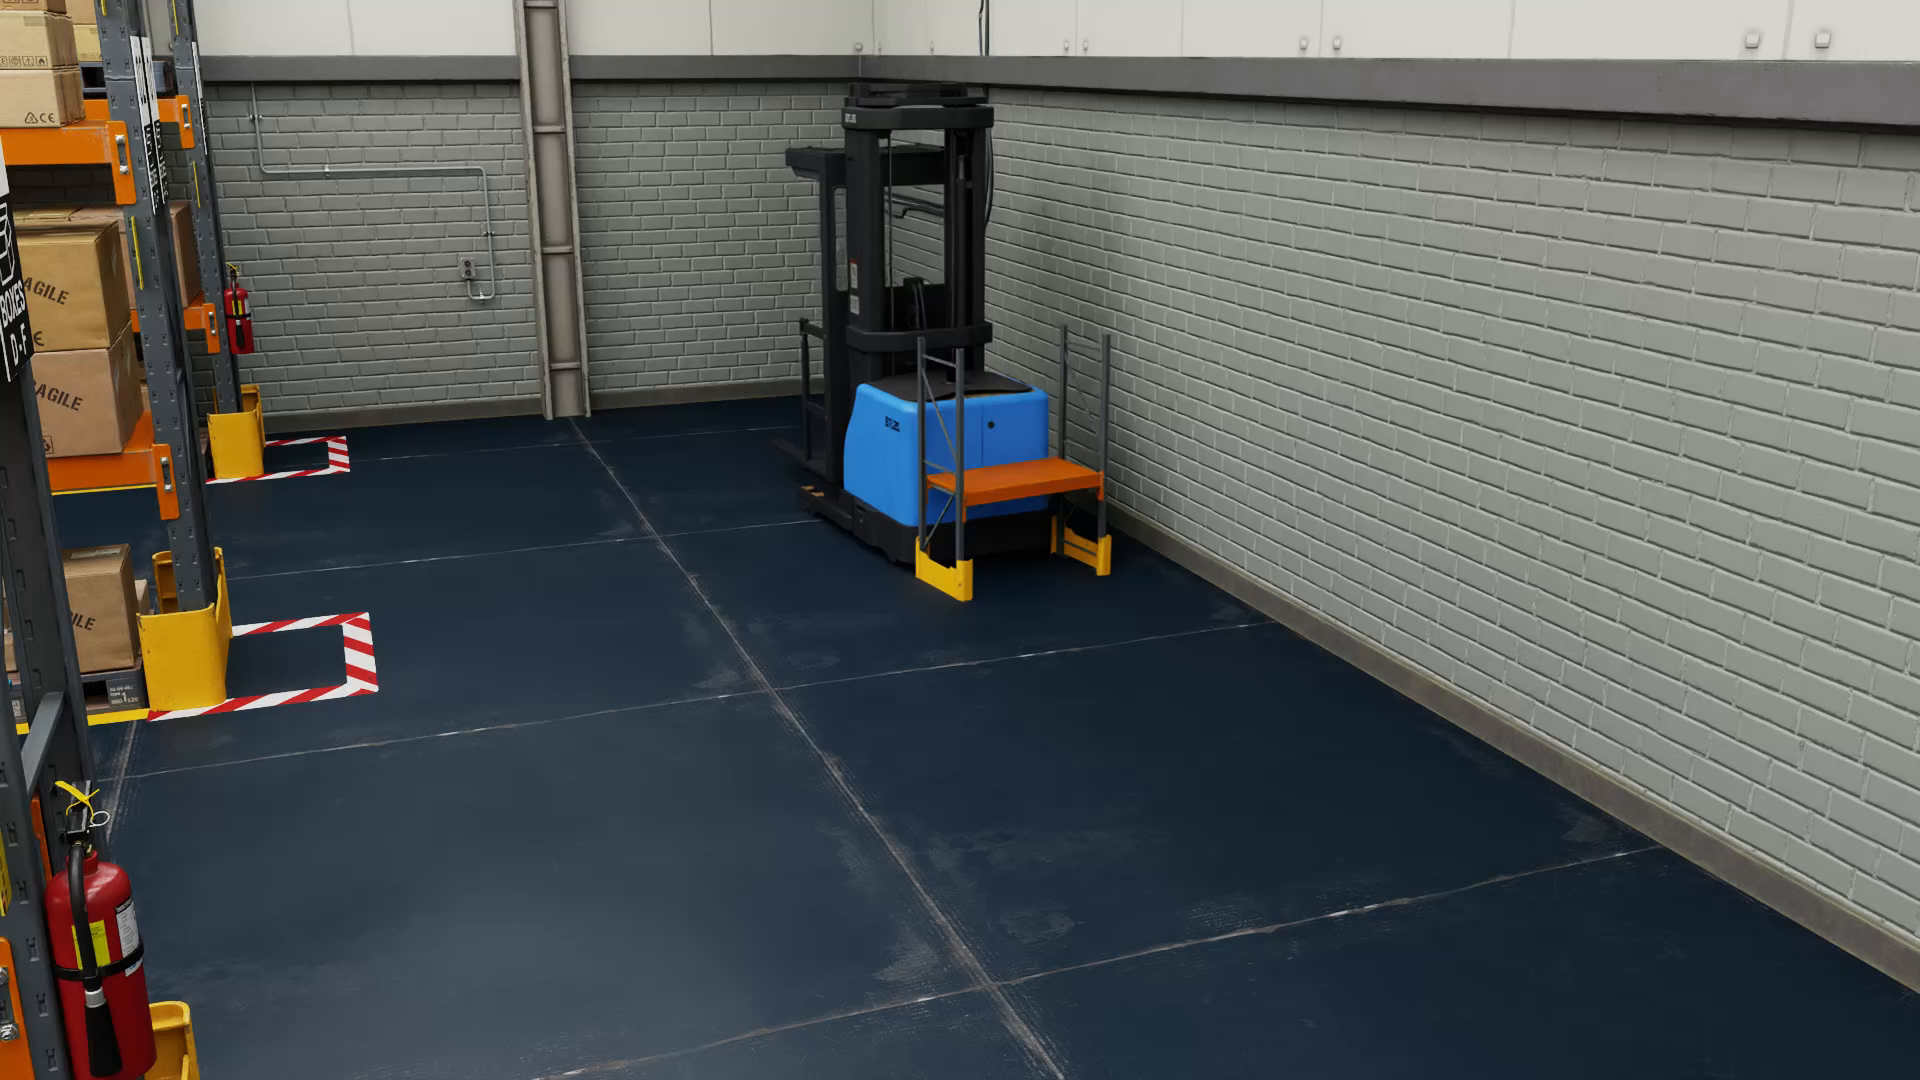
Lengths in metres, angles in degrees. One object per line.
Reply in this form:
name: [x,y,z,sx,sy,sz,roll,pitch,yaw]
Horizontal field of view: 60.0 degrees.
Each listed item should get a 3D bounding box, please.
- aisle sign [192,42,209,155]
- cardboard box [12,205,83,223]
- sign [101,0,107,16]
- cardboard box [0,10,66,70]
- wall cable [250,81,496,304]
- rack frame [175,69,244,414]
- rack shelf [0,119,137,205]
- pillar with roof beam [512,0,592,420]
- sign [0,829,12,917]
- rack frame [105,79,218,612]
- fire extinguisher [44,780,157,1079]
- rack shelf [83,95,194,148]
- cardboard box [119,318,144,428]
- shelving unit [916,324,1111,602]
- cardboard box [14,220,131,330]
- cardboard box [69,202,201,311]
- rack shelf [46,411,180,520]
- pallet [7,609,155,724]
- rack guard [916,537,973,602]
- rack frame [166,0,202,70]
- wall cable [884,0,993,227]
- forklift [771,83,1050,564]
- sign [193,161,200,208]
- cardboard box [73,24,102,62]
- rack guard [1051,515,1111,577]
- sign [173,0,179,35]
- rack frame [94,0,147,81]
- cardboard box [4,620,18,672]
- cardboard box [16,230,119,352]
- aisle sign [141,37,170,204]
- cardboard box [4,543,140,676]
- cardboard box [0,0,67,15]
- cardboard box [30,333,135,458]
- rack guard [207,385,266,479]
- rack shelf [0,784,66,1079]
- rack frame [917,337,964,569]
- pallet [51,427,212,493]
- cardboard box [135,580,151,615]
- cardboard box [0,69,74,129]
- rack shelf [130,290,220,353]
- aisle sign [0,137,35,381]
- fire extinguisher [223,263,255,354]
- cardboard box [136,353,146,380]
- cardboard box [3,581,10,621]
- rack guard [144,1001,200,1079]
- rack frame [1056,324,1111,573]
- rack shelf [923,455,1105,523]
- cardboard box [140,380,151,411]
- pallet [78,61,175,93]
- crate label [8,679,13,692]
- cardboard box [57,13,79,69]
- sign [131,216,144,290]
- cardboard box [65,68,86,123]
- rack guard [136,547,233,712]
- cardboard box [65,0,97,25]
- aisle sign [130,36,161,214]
aisle sign: [-5.568,-3.241,12.196,0.004,0.787,0.394,-6,17,-20]
cardboard box: [-6.890,-2.078,12.320,0.700,0.700,0.980,-6,18,-21]
sign: [-3.786,-2.478,7.318,0.005,0.325,0.100,-6,17,-20]
cardboard box: [-4.355,-2.250,7.492,0.500,0.250,0.500,-6,17,-20]
wall cable: [-4.885,-2.930,13.950,1.851,1.984,0.084,-6,17,-20]
rack frame: [-5.742,-2.065,12.806,0.127,3.000,1.000,-6,17,-20]
rack shelf: [-5.834,-1.654,7.361,4.000,0.370,1.077,-6,17,-20]
pillar with roof beam: [-1.990,-4.310,9.806,0.400,9.000,9.100,-6,17,-20]
sign: [-1.985,0.607,3.420,0.005,0.325,0.100,-6,17,-20]
rack frame: [-3.966,-0.762,8.369,0.127,3.000,1.000,-6,17,-20]
fire extinguisher: [-1.894,0.862,3.638,0.183,0.674,0.296,-6,17,-20]
rack shelf: [-7.610,-2.957,11.798,4.000,0.370,1.077,-6,17,-20]
cardboard box: [-4.475,-0.835,8.439,0.500,0.500,0.500,-6,17,-19]
shelving unit: [0.332,-0.498,10.131,1.083,1.500,0.587,-9,19,-29]
cardboard box: [-4.475,-1.314,8.298,0.500,0.500,0.500,-6,17,-18]
cardboard box: [-6.215,-2.155,12.580,0.700,0.700,0.980,-5,17,-18]
rack shelf: [-5.834,-0.215,7.784,4.000,0.370,1.077,-6,17,-20]
pallet: [-4.781,0.664,8.461,1.213,0.211,1.003,-6,17,-20]
rack guard: [-0.098,0.173,10.067,0.087,0.250,0.587,-9,19,-29]
rack frame: [-5.742,-4.943,11.961,0.127,3.000,1.000,-6,17,-20]
wall cable: [-0.333,-3.930,14.020,0.112,2.526,3.097,-6,17,-20]
forklift: [-0.515,-1.627,11.435,1.130,2.935,3.031,-8,18,-25]
sign: [-5.561,-2.590,12.119,0.005,0.325,0.100,-6,17,-20]
cardboard box: [-6.331,-3.538,11.842,0.500,0.250,0.500,-6,17,-18]
rack guard: [0.763,0.032,10.547,0.087,0.250,0.587,-9,19,-29]
sign: [-5.561,-3.747,11.779,0.005,0.325,0.100,-6,17,-20]
rack frame: [-3.966,-3.640,7.524,0.127,3.000,1.000,-6,17,-20]
cardboard box: [-4.796,0.523,8.241,0.250,0.166,0.380,-6,17,-20]
cardboard box: [-4.284,-1.172,7.815,0.500,0.500,0.500,-6,18,-21]
aisle sign: [-4.008,-2.093,8.289,0.004,0.787,0.394,-6,17,-20]
cardboard box: [-4.386,0.346,8.252,0.500,0.500,0.500,-6,17,-20]
cardboard box: [-4.440,-2.673,7.601,0.500,0.500,0.700,-6,17,-20]
cardboard box: [-4.287,-0.693,7.957,0.500,0.500,0.500,-6,17,-18]
rack guard: [-5.720,-0.868,13.167,0.348,0.500,1.175,-6,17,-20]
rack shelf: [-4.065,1.089,3.345,4.000,0.370,1.077,-6,17,-20]
rack frame: [-0.115,-0.424,9.881,0.032,1.500,0.500,-9,19,-29]
pallet: [-6.461,-0.626,12.854,1.213,0.211,1.003,-6,17,-20]
cardboard box: [-4.480,0.347,8.873,0.250,0.149,0.380,-6,17,-20]
cardboard box: [-4.352,-2.008,7.555,0.500,0.250,0.500,-6,17,-20]
rack shelf: [-7.610,-1.518,12.221,4.000,0.370,1.077,-6,17,-20]
aisle sign: [-2.237,-0.791,3.854,0.004,0.787,0.394,-6,17,-20]
fire extinguisher: [-5.436,-1.743,12.508,0.183,0.674,0.296,-6,17,-20]
cardboard box: [-6.315,-1.347,12.900,0.250,0.149,0.380,-6,17,-20]
cardboard box: [-5.043,0.377,8.590,0.500,0.250,0.500,-6,17,-20]
rack guard: [-2.180,1.735,4.302,0.348,0.500,1.175,-6,17,-20]
rack frame: [0.764,-0.568,10.371,0.032,1.500,0.500,-9,19,-29]
rack shelf: [0.324,-0.324,10.177,1.000,0.185,0.538,-9,19,-29]
cardboard box: [-6.360,-0.970,12.769,0.500,0.500,0.700,-6,17,-20]
pallet: [-6.431,-3.384,12.132,1.213,0.211,1.003,-6,17,-20]
crate label: [-2.546,0.532,4.155,0.303,0.233,0.416,-6,17,-20]
cardboard box: [-4.539,-2.386,7.954,0.500,0.250,0.500,-6,17,-20]
sign: [-3.786,-1.321,7.657,0.005,0.325,0.100,-6,17,-20]
cardboard box: [-4.537,-2.144,8.019,0.500,0.250,0.500,-6,17,-20]
rack guard: [-4.037,0.445,8.695,0.348,0.500,1.175,-6,17,-20]
cardboard box: [-6.328,-3.896,11.730,0.500,0.500,0.500,-6,17,-20]
aisle sign: [-3.793,-1.936,7.752,0.004,0.787,0.394,-6,17,-20]
